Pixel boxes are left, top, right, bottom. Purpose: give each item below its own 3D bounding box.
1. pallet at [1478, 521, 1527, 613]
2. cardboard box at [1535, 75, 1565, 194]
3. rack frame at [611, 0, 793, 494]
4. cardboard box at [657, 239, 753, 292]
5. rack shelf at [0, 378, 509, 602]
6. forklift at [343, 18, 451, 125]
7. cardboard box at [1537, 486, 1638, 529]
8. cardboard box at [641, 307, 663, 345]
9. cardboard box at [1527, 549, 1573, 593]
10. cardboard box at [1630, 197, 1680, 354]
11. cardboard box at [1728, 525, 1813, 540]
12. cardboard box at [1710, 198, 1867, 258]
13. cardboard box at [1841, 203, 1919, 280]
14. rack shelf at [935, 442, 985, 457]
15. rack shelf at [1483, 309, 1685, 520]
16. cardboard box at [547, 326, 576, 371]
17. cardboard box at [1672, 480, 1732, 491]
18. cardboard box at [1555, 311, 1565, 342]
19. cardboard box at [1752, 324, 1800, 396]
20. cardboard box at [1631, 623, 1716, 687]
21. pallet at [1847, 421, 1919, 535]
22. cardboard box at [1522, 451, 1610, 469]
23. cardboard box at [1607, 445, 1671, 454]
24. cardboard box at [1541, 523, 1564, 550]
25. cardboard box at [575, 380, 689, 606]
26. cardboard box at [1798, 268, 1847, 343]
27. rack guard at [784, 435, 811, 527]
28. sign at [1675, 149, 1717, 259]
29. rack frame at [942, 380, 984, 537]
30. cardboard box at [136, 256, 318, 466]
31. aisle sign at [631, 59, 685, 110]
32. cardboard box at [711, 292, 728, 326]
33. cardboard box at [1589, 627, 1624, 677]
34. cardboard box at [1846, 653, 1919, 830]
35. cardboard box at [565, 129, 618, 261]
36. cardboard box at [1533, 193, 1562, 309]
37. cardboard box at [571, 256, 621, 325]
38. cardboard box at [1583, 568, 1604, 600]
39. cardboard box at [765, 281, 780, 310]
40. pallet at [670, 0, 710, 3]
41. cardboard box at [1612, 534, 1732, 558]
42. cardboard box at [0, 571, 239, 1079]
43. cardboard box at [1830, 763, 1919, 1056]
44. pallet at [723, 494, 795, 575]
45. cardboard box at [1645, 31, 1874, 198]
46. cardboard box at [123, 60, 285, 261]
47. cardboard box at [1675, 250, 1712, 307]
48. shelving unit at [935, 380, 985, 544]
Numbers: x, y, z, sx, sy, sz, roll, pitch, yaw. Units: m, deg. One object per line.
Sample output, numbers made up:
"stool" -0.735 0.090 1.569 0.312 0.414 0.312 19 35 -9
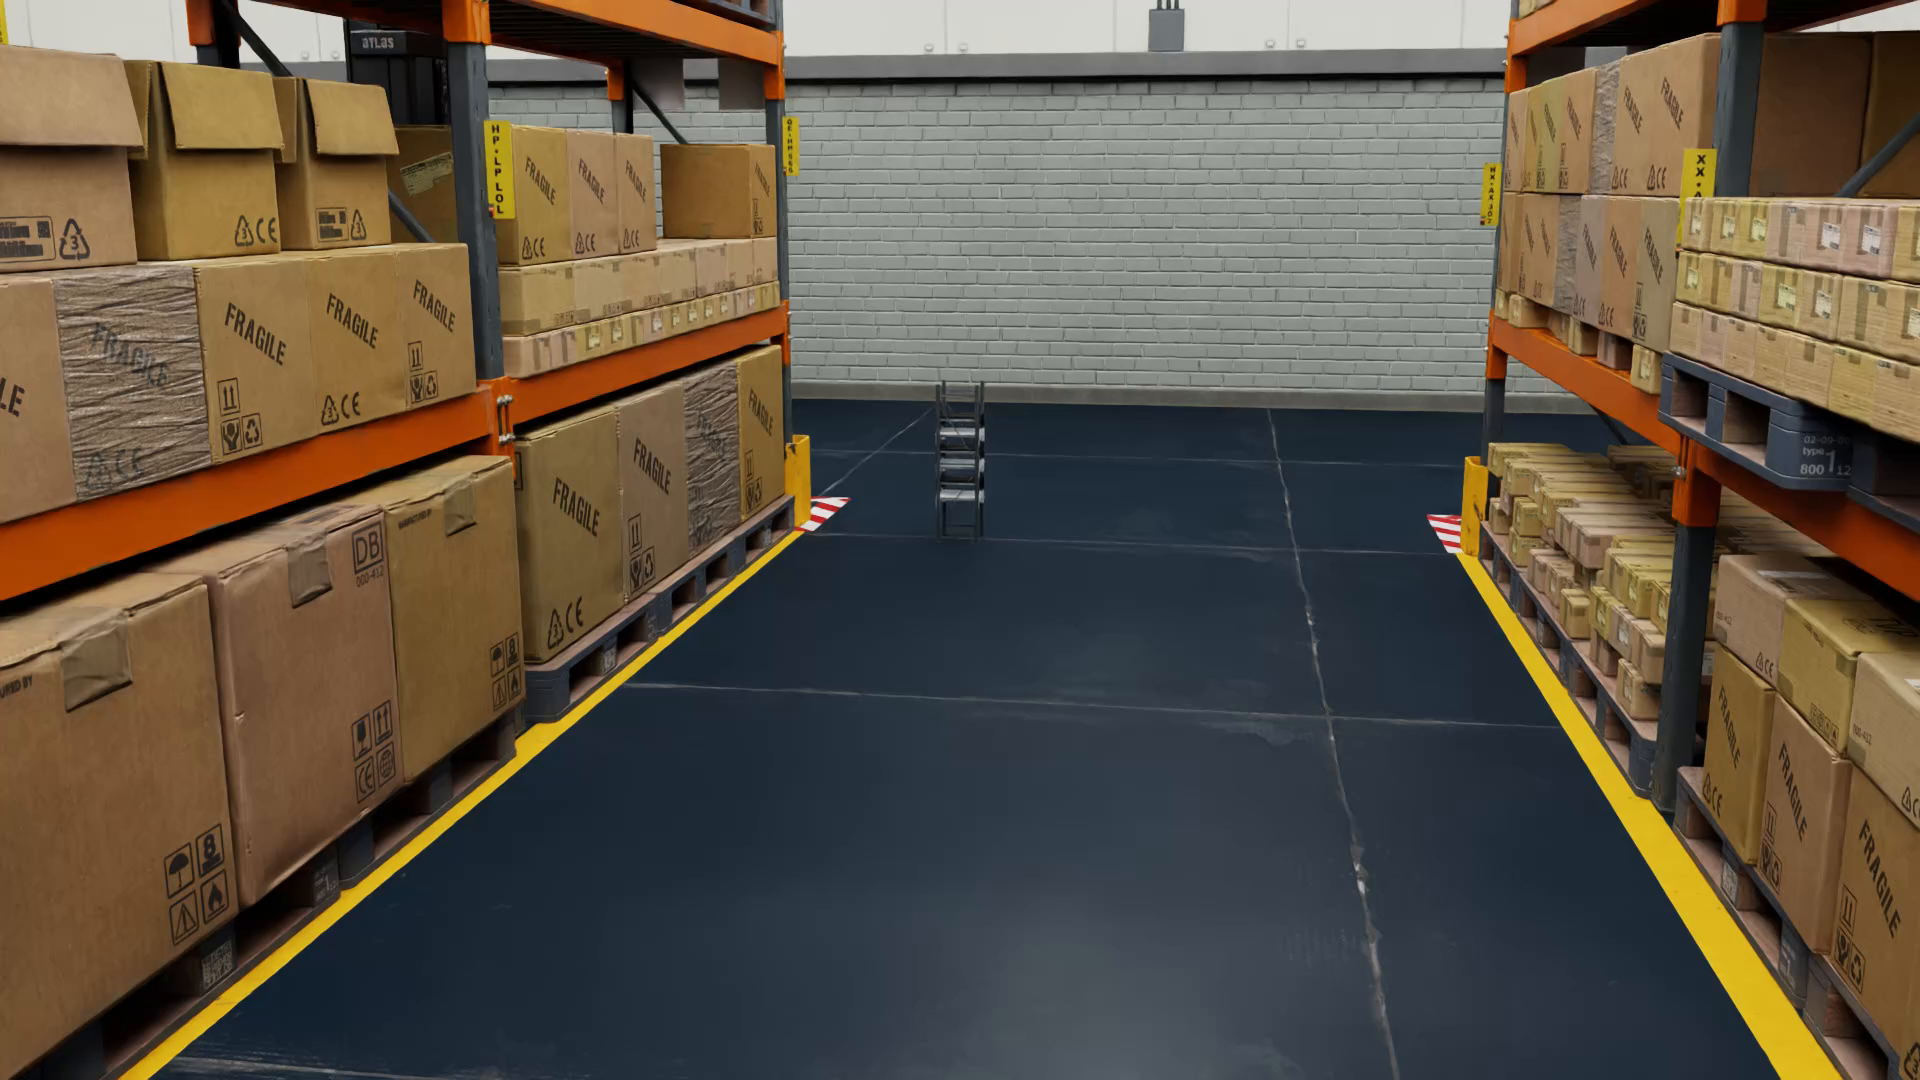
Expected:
"pallet" 3.209 0.139 8.348 1.003 0.211 1.213 2 12 9
"cardboard box" 2.876 -1.794 7.379 0.500 0.500 0.500 2 12 7
"rack frame" -1.504 -1.590 9.751 1.000 3.000 0.127 2 12 9
"cardboard box" -1.395 -1.447 8.737 0.500 0.250 0.500 2 12 8
"rack shelf" -2.427 0.011 4.031 1.077 0.370 4.000 2 12 9
"forklift" -3.615 -1.545 9.705 3.031 2.935 1.130 2 12 8
"cardboard box" 2.782 -0.138 7.372 0.380 0.149 0.250 2 12 10
"cardboard box" -1.547 -0.955 7.401 0.380 0.149 0.250 2 12 9
"cardboard box" 2.776 0.143 7.481 0.380 0.149 0.250 1 12 6
"cardboard box" 2.561 -0.880 5.512 0.500 0.500 0.500 2 12 9
"cardboard box" 3.252 0.042 6.537 0.380 0.149 0.250 2 12 10
"cardboard box" 2.214 -0.823 4.382 0.380 0.149 0.250 2 12 10
"cardboard box" 2.053 -0.613 3.403 0.380 0.149 0.250 2 12 11
"rack shelf" 0.001 -0.497 9.394 0.258 0.077 0.200 2 12 9
"rack shelf" 3.073 -0.640 7.051 1.077 0.370 4.000 2 12 9
"cardboard box" -1.705 -0.740 6.403 0.380 0.149 0.250 1 12 7
"cardboard box" 3.451 -0.174 7.540 0.380 0.149 0.250 2 12 11
"cardboard box" 2.878 -0.955 7.403 0.380 0.149 0.250 2 12 8
"cardboard box" 2.132 -0.429 3.963 0.380 0.149 0.250 2 12 9
"cardboard box" 2.500 0.392 5.621 0.380 0.149 0.250 2 12 10
"pallet" 2.415 -0.062 3.119 1.003 0.211 1.213 2 12 9
"cardboard box" 3.041 -0.351 8.362 0.380 0.149 0.250 2 12 10
"cardboard box" 3.550 -0.392 8.551 0.380 0.149 0.250 2 12 9
"cardboard box" 2.905 -0.047 7.657 0.380 0.149 0.250 1 12 6
"cardboard box" -1.801 -0.246 7.562 0.875 0.875 0.875 2 12 9
"cardboard box" 2.095 -0.518 3.671 0.380 0.149 0.250 2 12 11
"rack guard" -1.501 -0.373 10.037 1.175 0.500 0.348 2 12 9
"sign" 2.228 -1.015 5.027 0.100 0.325 0.005 2 12 9
"rack frame" 0.017 -0.463 9.505 0.240 0.900 0.006 2 12 9
"cardboard box" -2.078 -0.488 4.401 0.500 0.500 0.500 2 12 8
"aisle sign" -1.790 -2.885 9.592 0.394 0.787 0.004 2 12 9
"cardboard box" -1.390 -1.170 8.397 0.380 0.149 0.250 2 12 7
"cardboard box" 2.589 0.412 6.233 0.380 0.149 0.250 1 12 7
"cardboard box" 2.229 0.437 3.503 0.500 0.250 0.500 2 12 11
"cardboard box" -1.710 -1.390 6.691 0.500 0.500 0.500 2 12 9
"cardboard box" 2.894 -1.304 7.481 0.500 0.500 0.500 2 12 9
"cardboard box" -1.707 -1.022 6.766 0.500 0.250 0.500 2 12 8
"cardboard box" 2.709 0.176 6.622 0.380 0.149 0.250 2 12 10
"cardboard box" -1.234 -1.382 9.384 0.380 0.149 0.250 2 12 10
"pallet" -1.794 -2.603 7.544 1.003 0.211 1.213 2 12 9
"cardboard box" 2.712 0.082 6.353 0.380 0.149 0.250 2 12 11
"cardboard box" -2.463 0.580 3.726 1.225 0.875 0.875 2 12 9
"cardboard box" 2.243 0.806 3.570 0.500 0.500 0.500 2 12 10
"pallet" -1.550 -0.058 9.260 1.003 0.211 1.213 2 12 9
"cardboard box" 2.571 -1.365 5.391 0.500 0.500 0.500 1 12 7
"cardboard box" -2.327 -1.021 4.491 0.797 0.503 0.637 2 12 9
"cardboard box" 2.251 -0.736 4.683 0.380 0.149 0.250 2 12 10
"shelving unit" 0.001 -0.442 9.406 0.258 0.900 0.210 2 12 9
